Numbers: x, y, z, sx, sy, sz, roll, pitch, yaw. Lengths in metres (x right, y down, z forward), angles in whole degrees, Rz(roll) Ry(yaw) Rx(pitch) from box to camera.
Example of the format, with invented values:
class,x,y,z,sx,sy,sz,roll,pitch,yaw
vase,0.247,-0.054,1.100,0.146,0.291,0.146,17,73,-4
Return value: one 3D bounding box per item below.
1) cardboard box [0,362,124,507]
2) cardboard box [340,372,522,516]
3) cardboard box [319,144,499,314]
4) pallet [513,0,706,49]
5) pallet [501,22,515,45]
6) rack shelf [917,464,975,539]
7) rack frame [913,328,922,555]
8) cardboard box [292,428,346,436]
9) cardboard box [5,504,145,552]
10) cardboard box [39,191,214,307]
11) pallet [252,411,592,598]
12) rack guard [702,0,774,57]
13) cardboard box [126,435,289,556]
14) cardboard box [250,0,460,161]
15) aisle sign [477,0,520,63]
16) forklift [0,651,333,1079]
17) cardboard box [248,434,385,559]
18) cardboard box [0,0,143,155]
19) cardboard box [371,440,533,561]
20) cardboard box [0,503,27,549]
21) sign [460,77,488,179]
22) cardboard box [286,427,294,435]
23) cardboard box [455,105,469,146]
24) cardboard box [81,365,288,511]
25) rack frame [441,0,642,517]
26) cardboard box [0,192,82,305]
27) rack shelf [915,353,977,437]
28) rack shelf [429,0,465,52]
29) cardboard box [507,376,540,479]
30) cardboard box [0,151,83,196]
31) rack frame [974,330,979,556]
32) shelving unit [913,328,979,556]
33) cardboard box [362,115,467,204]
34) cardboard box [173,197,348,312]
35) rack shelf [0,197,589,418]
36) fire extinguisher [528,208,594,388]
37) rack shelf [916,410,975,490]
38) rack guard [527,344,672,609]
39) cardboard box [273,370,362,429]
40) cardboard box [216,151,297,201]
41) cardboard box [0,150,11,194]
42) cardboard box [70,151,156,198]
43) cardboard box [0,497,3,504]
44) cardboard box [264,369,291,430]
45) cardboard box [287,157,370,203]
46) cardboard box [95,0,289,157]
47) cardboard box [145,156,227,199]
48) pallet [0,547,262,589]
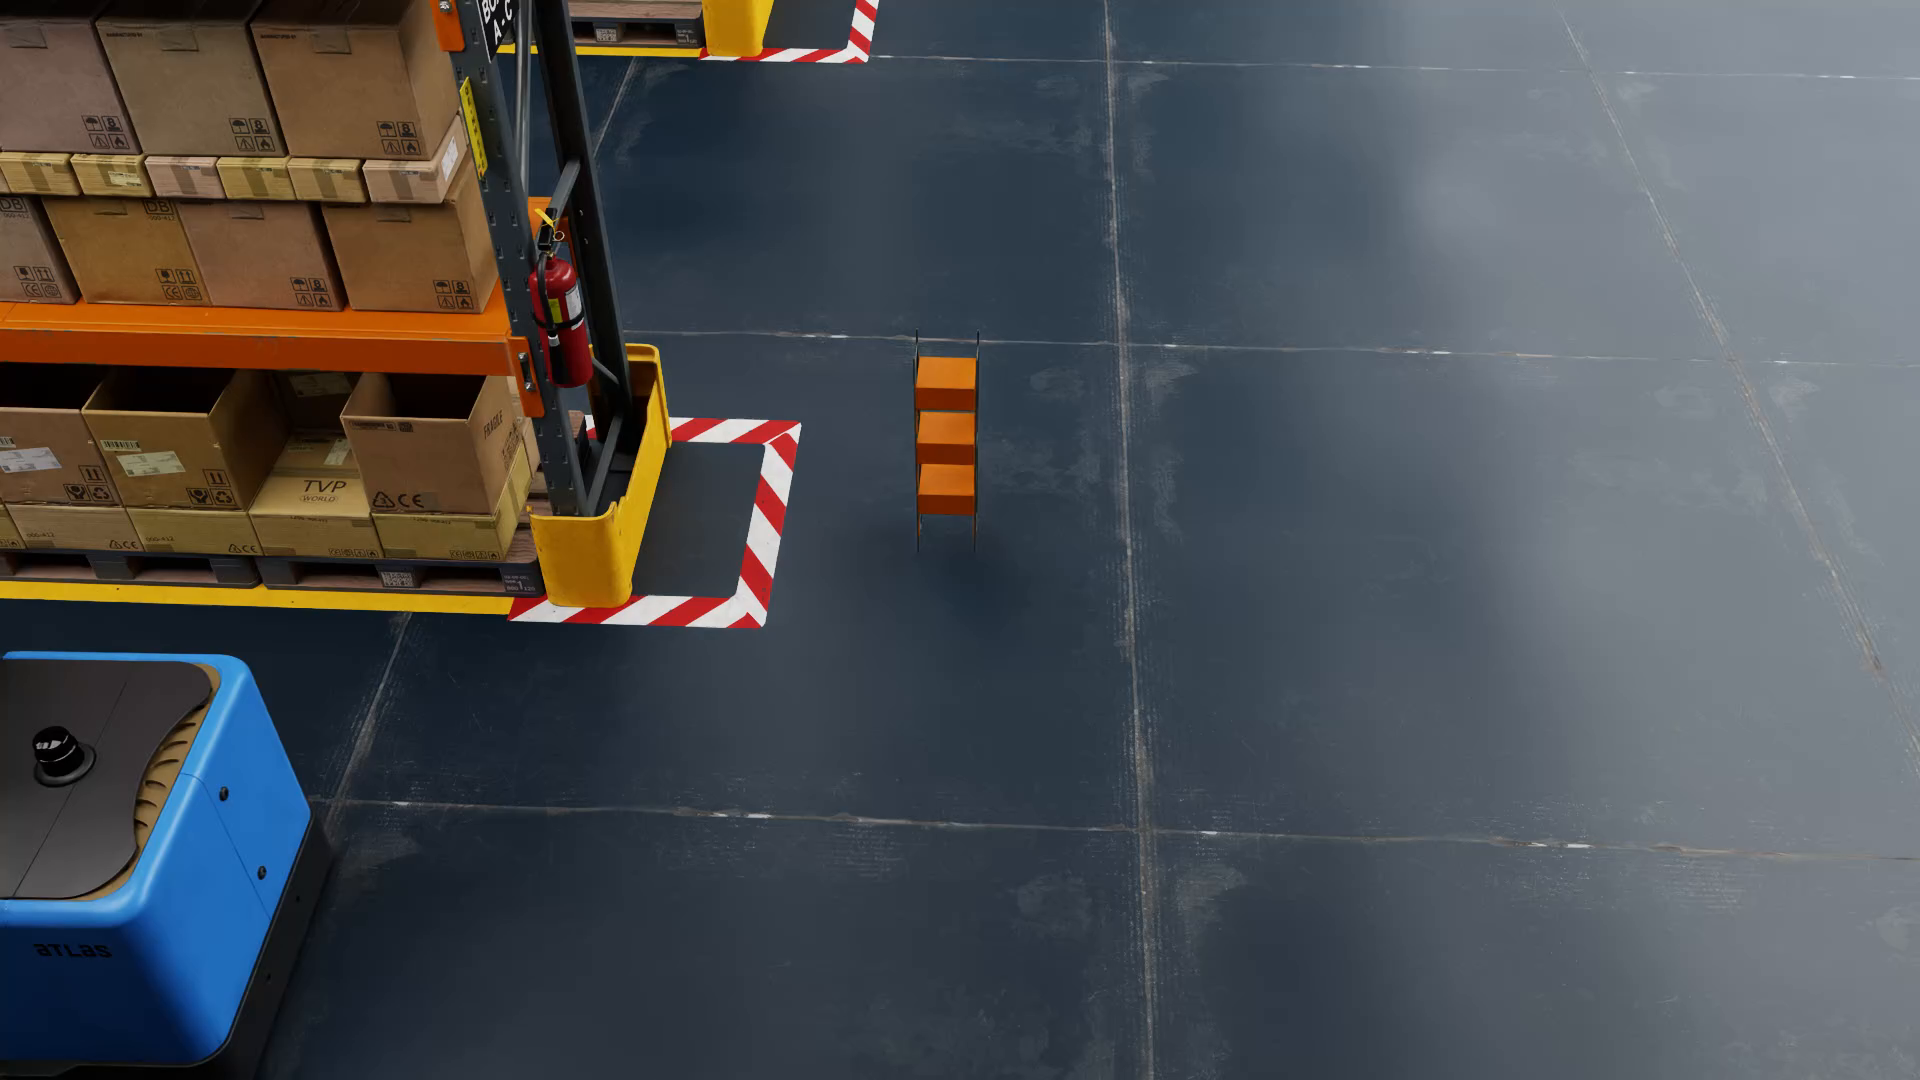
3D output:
class,x,y,z,sx,sy,sz,roll,pitch,yaw
cardboard box,-3.611,-0.487,6.732,0.500,0.500,0.500,2,43,2
cardboard box,-2.112,-0.450,6.692,0.500,0.500,0.500,2,43,2
cardboard box,-2.028,-1.274,6.344,0.500,0.500,0.700,2,43,2
pallet,-2.225,-3.566,10.923,1.213,0.211,1.003,2,43,2
pallet,-3.440,-3.605,10.965,1.213,0.211,1.003,2,43,2
rack shelf,-0.053,-0.175,7.091,0.240,0.259,0.215,2,43,2
rack frame,-0.175,-0.390,6.898,0.008,1.050,0.200,2,43,2
cardboard box,-2.588,-0.543,7.341,0.500,0.250,0.500,2,43,2
cardboard box,-3.610,-0.215,6.990,0.500,0.250,0.500,2,43,2
cardboard box,-3.049,-1.306,6.378,0.500,0.500,0.700,2,43,2
pallet,-2.328,-0.189,7.298,1.213,0.211,1.003,2,43,2
rack guard,-1.414,-3.643,10.794,0.348,0.500,1.175,2,43,2
cardboard box,-3.111,-0.199,6.972,0.500,0.250,0.500,2,43,2
cardboard box,-2.081,-1.751,5.903,0.500,0.500,0.700,2,43,2
aisle sign,-1.510,-1.964,5.250,0.004,0.787,0.394,2,43,2
forklift,-3.761,0.385,4.686,3.031,2.935,1.130,1,43,1
cardboard box,-2.611,-0.185,6.957,0.500,0.250,0.500,2,43,2
cardboard box,-3.110,-1.778,5.933,0.500,0.500,0.700,2,43,2
cardboard box,-2.111,-0.178,6.949,0.500,0.250,0.500,2,43,2
cardboard box,-4.110,-0.227,7.002,0.500,0.250,0.500,2,43,2
sign,-1.601,-1.356,5.482,0.005,0.325,0.100,2,43,2
cardboard box,-3.087,-0.559,7.358,0.500,0.250,0.500,2,43,2
cardboard box,-1.945,-1.647,6.268,0.250,0.149,0.380,1,43,2
cardboard box,-3.111,-0.471,6.714,0.500,0.500,0.500,2,43,2
rack frame,-1.562,-1.215,6.353,0.127,3.000,1.000,2,43,2
cardboard box,-3.575,-1.320,6.393,0.500,0.500,0.700,3,43,3
rack shelf,-0.053,-0.586,6.708,0.240,0.259,0.215,2,43,2
rack shelf,-3.560,-2.110,5.642,4.000,0.370,1.077,2,43,2
cardboard box,-2.088,-0.530,7.328,0.500,0.250,0.500,2,43,2
cardboard box,-3.246,-1.409,6.013,0.250,0.149,0.380,3,43,3
rack frame,0.068,-0.382,6.890,0.008,1.050,0.200,2,43,2
shelving unit,-0.053,-0.386,6.894,0.252,1.050,0.215,2,43,2
cardboard box,-1.953,-1.371,5.971,0.250,0.149,0.380,1,43,1
cardboard box,-2.553,-1.287,6.358,0.500,0.500,0.700,3,43,3
rack shelf,-3.560,-1.013,6.664,4.000,0.370,1.077,2,43,2
fire extinguisher,-1.465,-0.866,6.036,0.183,0.674,0.296,2,43,2
rack shelf,-0.053,-0.378,6.901,0.240,0.259,0.215,2,43,2
rack guard,-1.538,-0.299,7.205,0.348,0.500,1.175,2,43,2
cardboard box,-2.588,-0.819,7.087,0.500,0.500,0.500,2,43,2
cardboard box,-2.470,-1.385,5.987,0.250,0.149,0.380,1,43,1
cardboard box,-3.502,-1.417,6.021,0.250,0.149,0.380,1,43,1
cardboard box,-2.983,-1.402,6.006,0.250,0.149,0.380,3,43,3
cardboard box,-4.110,-0.501,6.747,0.500,0.500,0.500,2,43,2
cardboard box,-3.088,-0.825,7.094,0.500,0.500,0.500,2,43,2
cardboard box,-2.214,-1.378,5.979,0.250,0.149,0.380,3,43,3
cardboard box,-2.607,-1.763,5.917,0.500,0.500,0.700,1,43,1
cardboard box,-2.721,-1.395,5.997,0.250,0.149,0.380,2,43,2
pallet,-3.544,-0.229,7.341,1.213,0.211,1.003,2,43,2
